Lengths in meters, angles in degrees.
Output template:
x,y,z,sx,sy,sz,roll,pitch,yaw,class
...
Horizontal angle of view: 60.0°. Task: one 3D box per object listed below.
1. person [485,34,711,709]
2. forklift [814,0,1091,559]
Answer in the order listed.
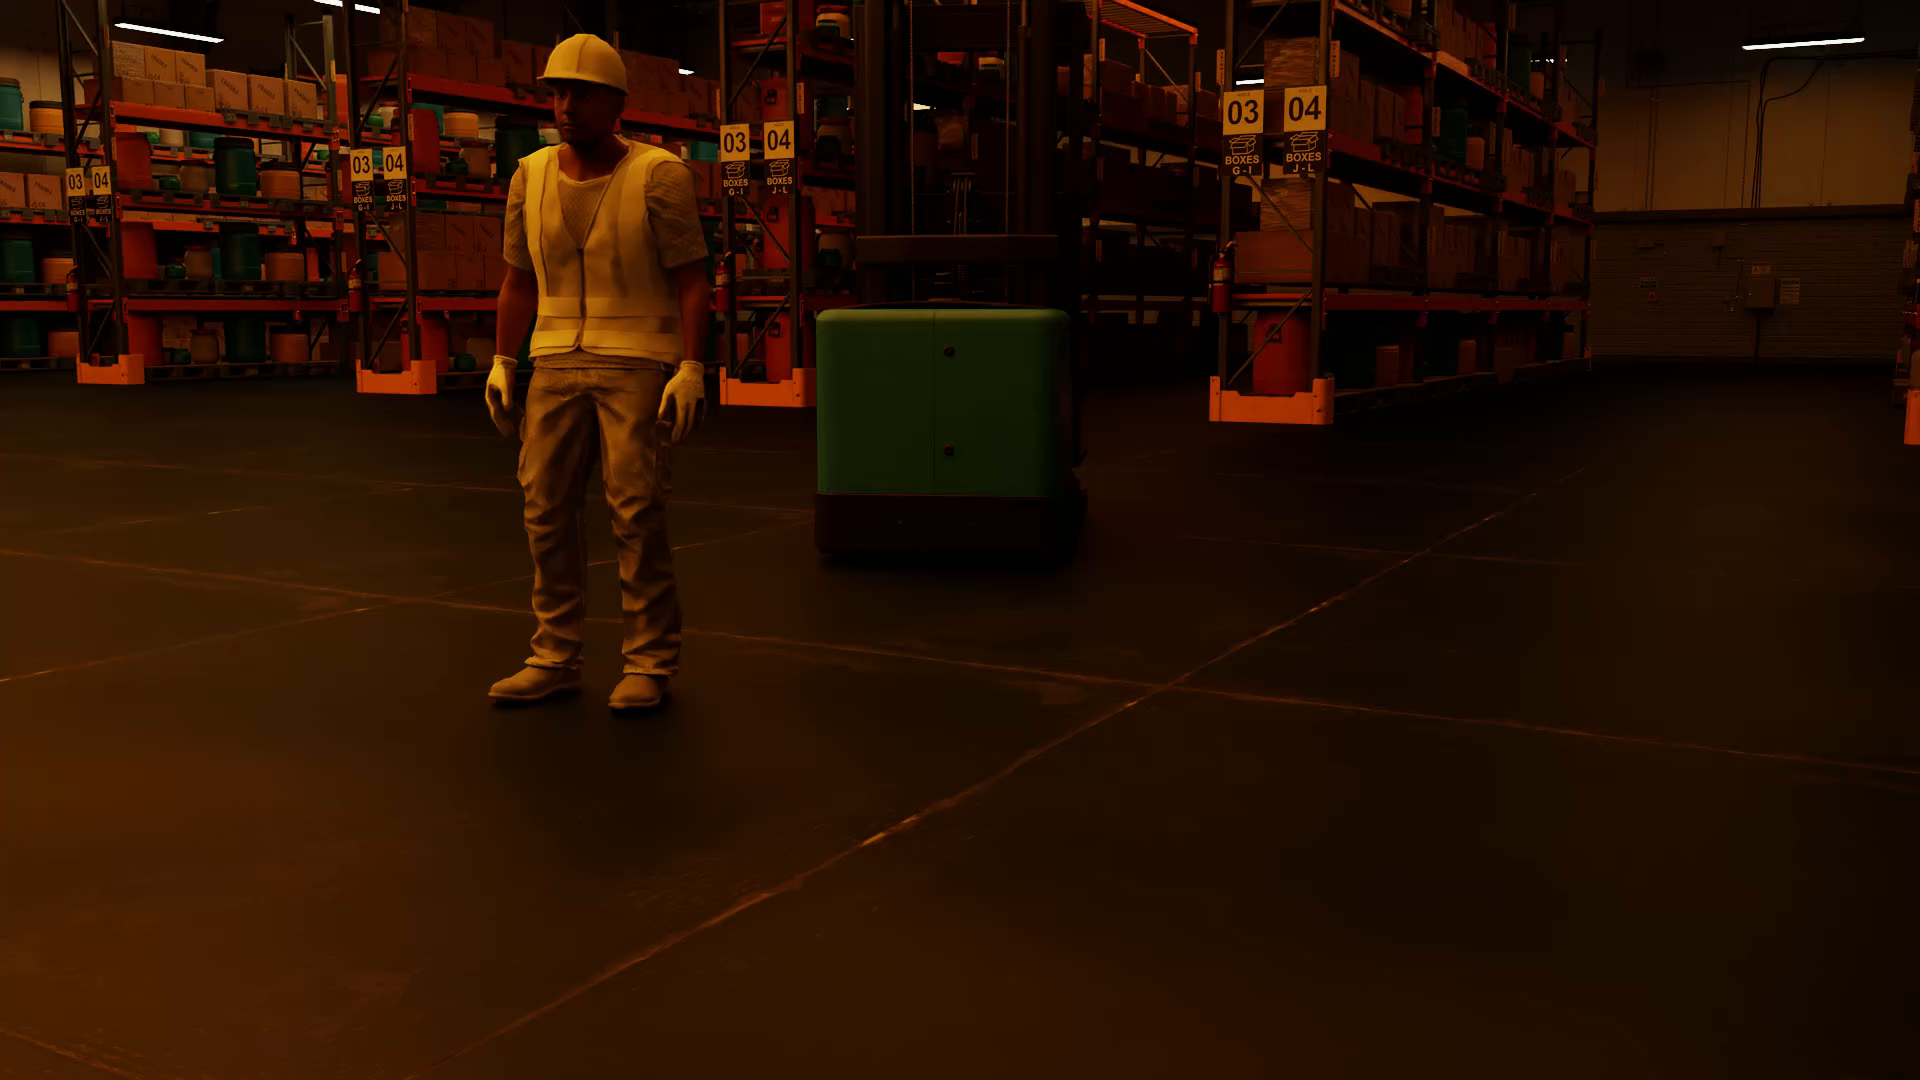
x,y,z,sx,sy,sz,roll,pitch,yaw,class
-0.972,-0.435,4.481,0.630,1.776,0.443,2,8,16,person
0.072,-1.535,8.212,1.130,2.935,3.031,1,8,7,forklift
